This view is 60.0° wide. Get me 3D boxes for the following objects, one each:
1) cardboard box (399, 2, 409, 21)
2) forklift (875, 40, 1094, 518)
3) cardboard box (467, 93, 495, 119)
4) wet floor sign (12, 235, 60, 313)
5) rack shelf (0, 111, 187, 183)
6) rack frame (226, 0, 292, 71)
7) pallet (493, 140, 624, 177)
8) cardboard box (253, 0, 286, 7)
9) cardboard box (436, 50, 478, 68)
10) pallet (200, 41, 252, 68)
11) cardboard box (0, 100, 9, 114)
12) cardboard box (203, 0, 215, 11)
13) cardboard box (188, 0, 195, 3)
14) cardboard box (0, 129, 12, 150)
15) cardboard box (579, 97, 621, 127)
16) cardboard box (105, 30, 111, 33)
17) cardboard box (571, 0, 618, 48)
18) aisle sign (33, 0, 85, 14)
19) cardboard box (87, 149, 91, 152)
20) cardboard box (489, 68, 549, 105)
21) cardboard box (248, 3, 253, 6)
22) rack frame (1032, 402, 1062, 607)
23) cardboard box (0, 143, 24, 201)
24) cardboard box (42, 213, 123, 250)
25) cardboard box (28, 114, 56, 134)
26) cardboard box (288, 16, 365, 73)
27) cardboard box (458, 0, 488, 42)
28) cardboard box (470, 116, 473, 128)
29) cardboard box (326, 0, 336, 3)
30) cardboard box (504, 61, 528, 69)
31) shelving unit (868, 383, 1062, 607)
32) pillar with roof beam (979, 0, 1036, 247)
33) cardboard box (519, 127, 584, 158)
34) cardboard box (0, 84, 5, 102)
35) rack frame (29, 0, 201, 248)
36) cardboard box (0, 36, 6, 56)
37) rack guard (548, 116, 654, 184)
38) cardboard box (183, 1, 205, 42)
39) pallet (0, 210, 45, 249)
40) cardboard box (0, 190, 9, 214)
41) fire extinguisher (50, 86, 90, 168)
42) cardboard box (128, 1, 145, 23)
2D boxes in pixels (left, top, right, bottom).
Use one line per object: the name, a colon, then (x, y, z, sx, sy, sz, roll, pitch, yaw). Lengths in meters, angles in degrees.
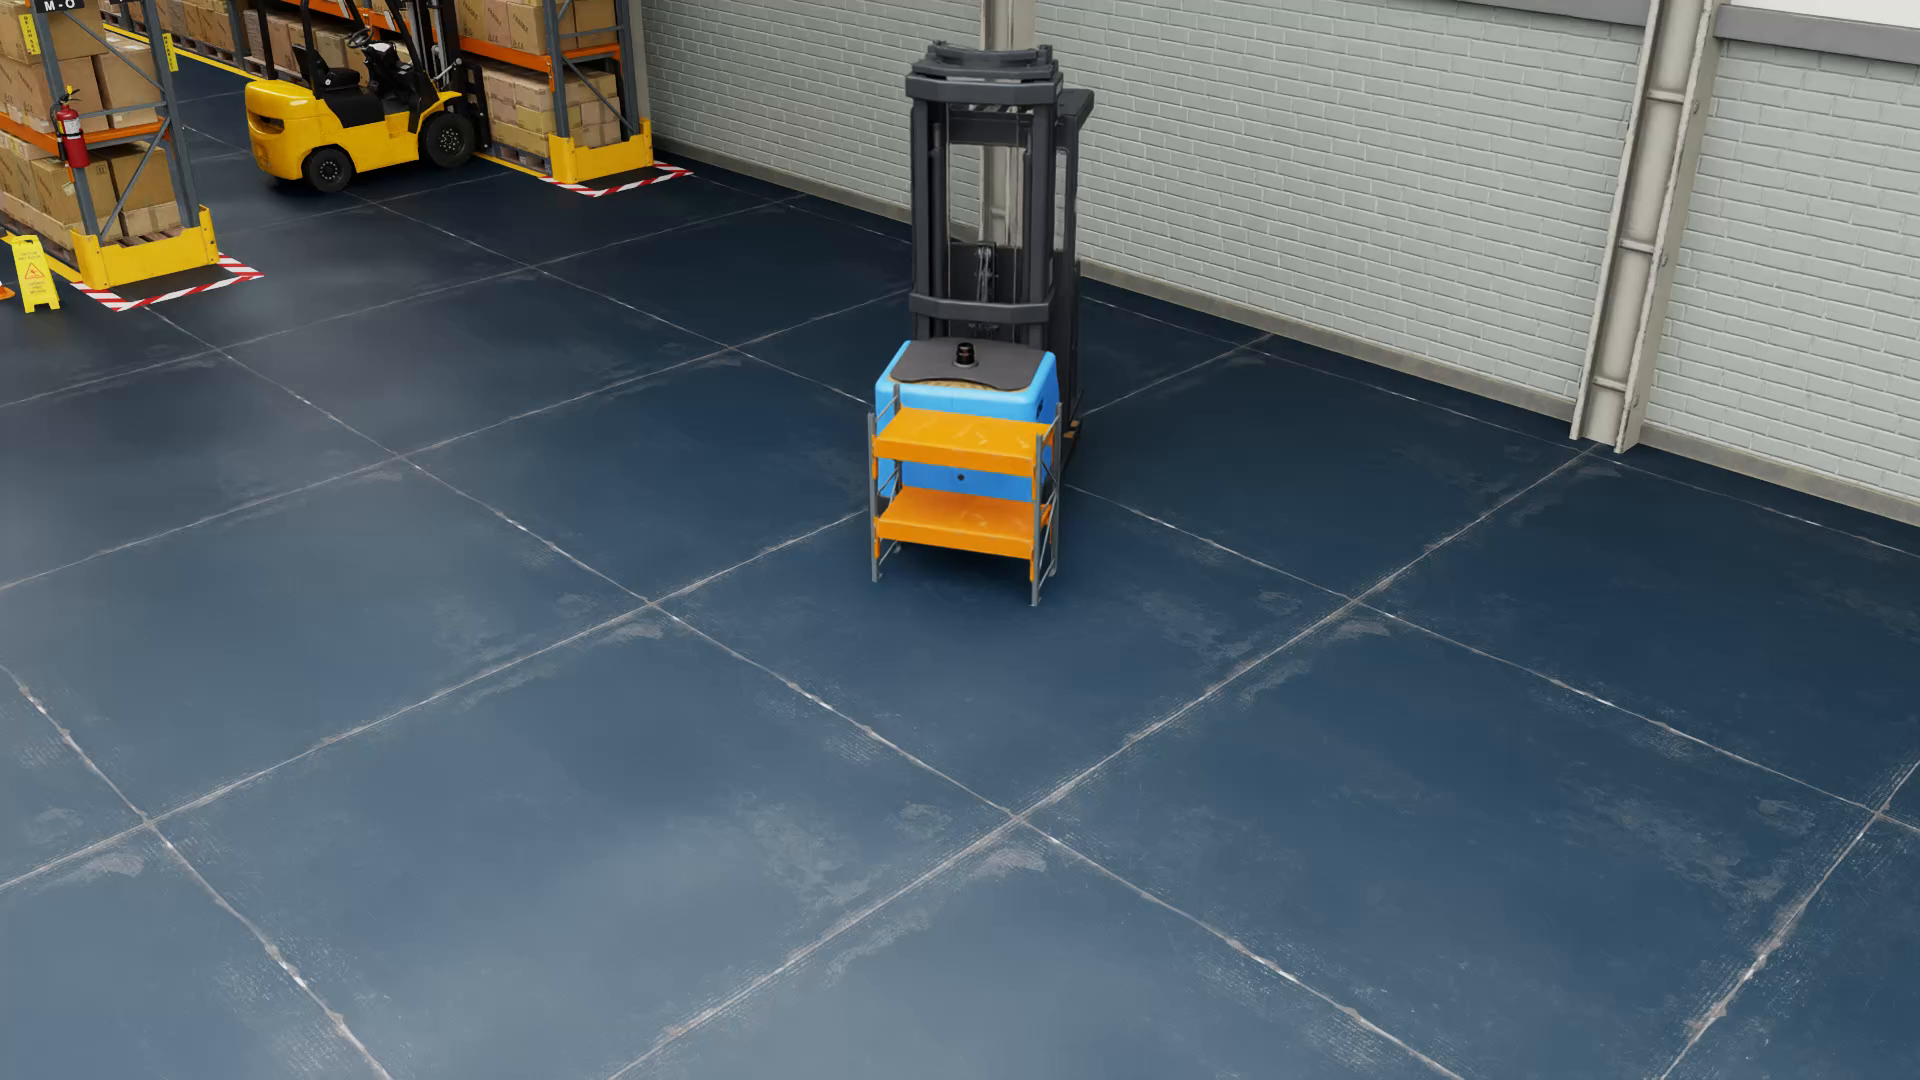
cardboard box: (-6.325, -6.404, 19.592, 0.500, 0.500, 0.500, -25, 36, -38)
forklift: (0.273, -1.939, 11.282, 1.130, 2.935, 3.031, 6, 28, 11)
cardboard box: (-5.289, -5.024, 19.042, 0.500, 0.250, 0.500, 24, 36, 37)
wet floor sign: (-8.081, -2.343, 14.506, 0.267, 0.644, 0.232, -13, 30, -22)
rack shelf: (-8.893, -4.136, 16.160, 4.000, 0.370, 1.077, 25, 36, 38)
rack frame: (-9.694, -8.061, 22.850, 0.127, 3.000, 1.000, 25, 36, 38)
pallet: (-4.564, -4.452, 18.983, 1.213, 0.211, 1.003, 25, 36, 38)
cardboard box: (-9.847, -7.701, 23.704, 0.380, 0.149, 0.250, -23, 35, -37)
cardboard box: (-5.996, -5.576, 19.554, 0.500, 0.250, 0.500, -24, 36, -38)
pallet: (-10.200, -7.083, 23.987, 1.213, 0.211, 1.003, 25, 36, 38)
cardboard box: (-8.844, -4.136, 15.656, 0.250, 0.149, 0.380, 24, 36, 38)
cardboard box: (-10.440, -7.583, 23.480, 0.250, 0.149, 0.380, 22, 35, 36)
cardboard box: (-10.932, -7.866, 24.018, 0.250, 0.149, 0.380, 24, 36, 38)
cardboard box: (-8.893, -3.832, 15.808, 0.380, 0.149, 0.250, -23, 36, -37)
cardboard box: (-4.179, -4.863, 18.735, 0.500, 0.250, 0.500, -25, 36, -38)
cardboard box: (-8.346, -4.558, 15.762, 0.500, 0.500, 0.500, 24, 36, 37)
cardboard box: (-4.148, -5.749, 18.346, 0.500, 0.500, 0.500, -24, 36, -38)
aisle sign: (-7.626, -4.836, 13.925, 0.004, 0.787, 0.394, 25, 36, 38)
cardboard box: (-8.241, -3.635, 16.130, 0.500, 0.500, 0.500, 23, 35, 37)
cardboard box: (-4.905, -5.073, 18.598, 0.500, 0.250, 0.500, -25, 36, -38)
cardboard box: (-10.134, -7.538, 24.090, 0.500, 0.500, 0.500, 25, 37, 39)
rack frame: (0.519, -0.207, 9.929, 0.032, 1.125, 0.500, 8, 29, 15)
cardboard box: (-8.950, -3.614, 16.091, 0.500, 0.500, 0.500, 24, 36, 37)
cardboard box: (-8.249, -2.953, 15.640, 0.500, 0.250, 0.500, 24, 36, 38)
cardboard box: (-8.142, -3.788, 14.994, 0.250, 0.149, 0.380, 24, 36, 38)
cardboard box: (-8.307, -6.557, 22.092, 0.625, 0.625, 0.875, 23, 35, 36)
cardboard box: (-5.253, -5.908, 18.648, 0.500, 0.500, 0.500, 24, 36, 37)
cardboard box: (-5.630, -4.962, 19.459, 0.500, 0.250, 0.500, -24, 36, -38)
cardboard box: (-7.747, -6.929, 20.859, 0.500, 0.250, 0.500, 24, 36, 38)
cardboard box: (-4.907, -5.410, 19.238, 0.500, 0.250, 0.500, 24, 36, 38)
shelving unit: (0.033, -0.277, 10.061, 1.048, 1.125, 0.538, 8, 29, 15)
pillar with roof beam: (-2.594, -5.246, 11.051, 0.400, 9.000, 9.100, 25, 36, 38)
cardboard box: (-4.546, -4.468, 18.521, 0.500, 0.250, 0.500, 25, 37, 39)
cardboard box: (-8.755, -4.393, 15.448, 0.500, 0.500, 0.500, 24, 36, 38)
rack frame: (-7.467, -3.802, 14.751, 0.127, 3.000, 1.000, 25, 36, 38)
cardboard box: (-8.340, -4.682, 14.924, 0.700, 0.500, 0.500, -25, 37, -39)
rack guard: (-3.972, -4.336, 18.453, 0.348, 0.500, 1.175, 25, 36, 38)
cardboard box: (-10.871, -7.544, 24.101, 0.500, 0.500, 0.500, -23, 36, -37)
pallet: (-8.941, -3.267, 16.731, 1.213, 0.211, 1.003, 25, 36, 38)
cardboard box: (-9.319, -3.451, 16.587, 0.500, 0.250, 0.500, 24, 36, 38)
fire extinguisher: (-7.708, -3.578, 14.407, 0.183, 0.674, 0.296, 25, 36, 38)
cardboard box: (-12.359, -8.213, 25.374, 0.500, 0.500, 0.500, -23, 36, -37)
